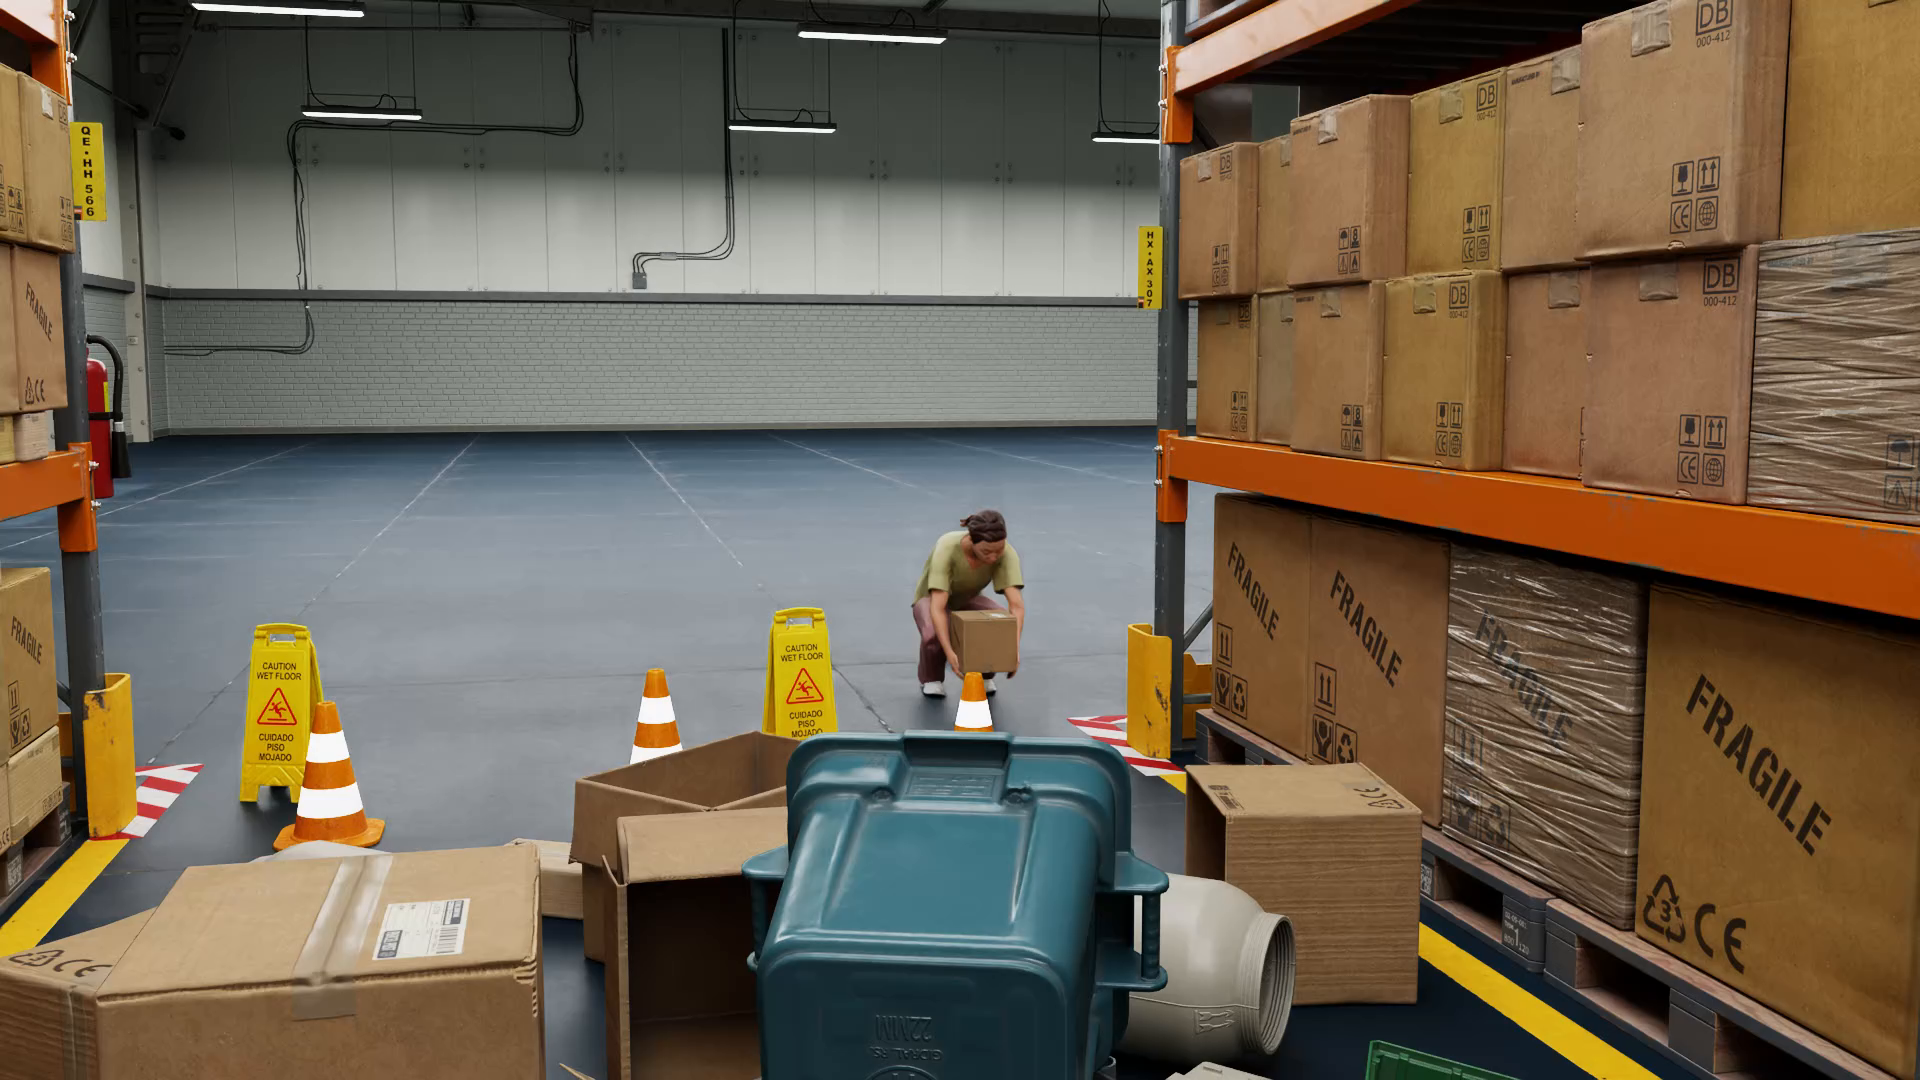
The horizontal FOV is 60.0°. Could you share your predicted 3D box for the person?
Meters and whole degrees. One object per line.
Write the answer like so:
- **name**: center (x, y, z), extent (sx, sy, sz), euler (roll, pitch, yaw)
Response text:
- **person**: center (0.034, 0.294, 7.928), extent (0.494, 0.929, 0.807), euler (-2, 6, -14)
